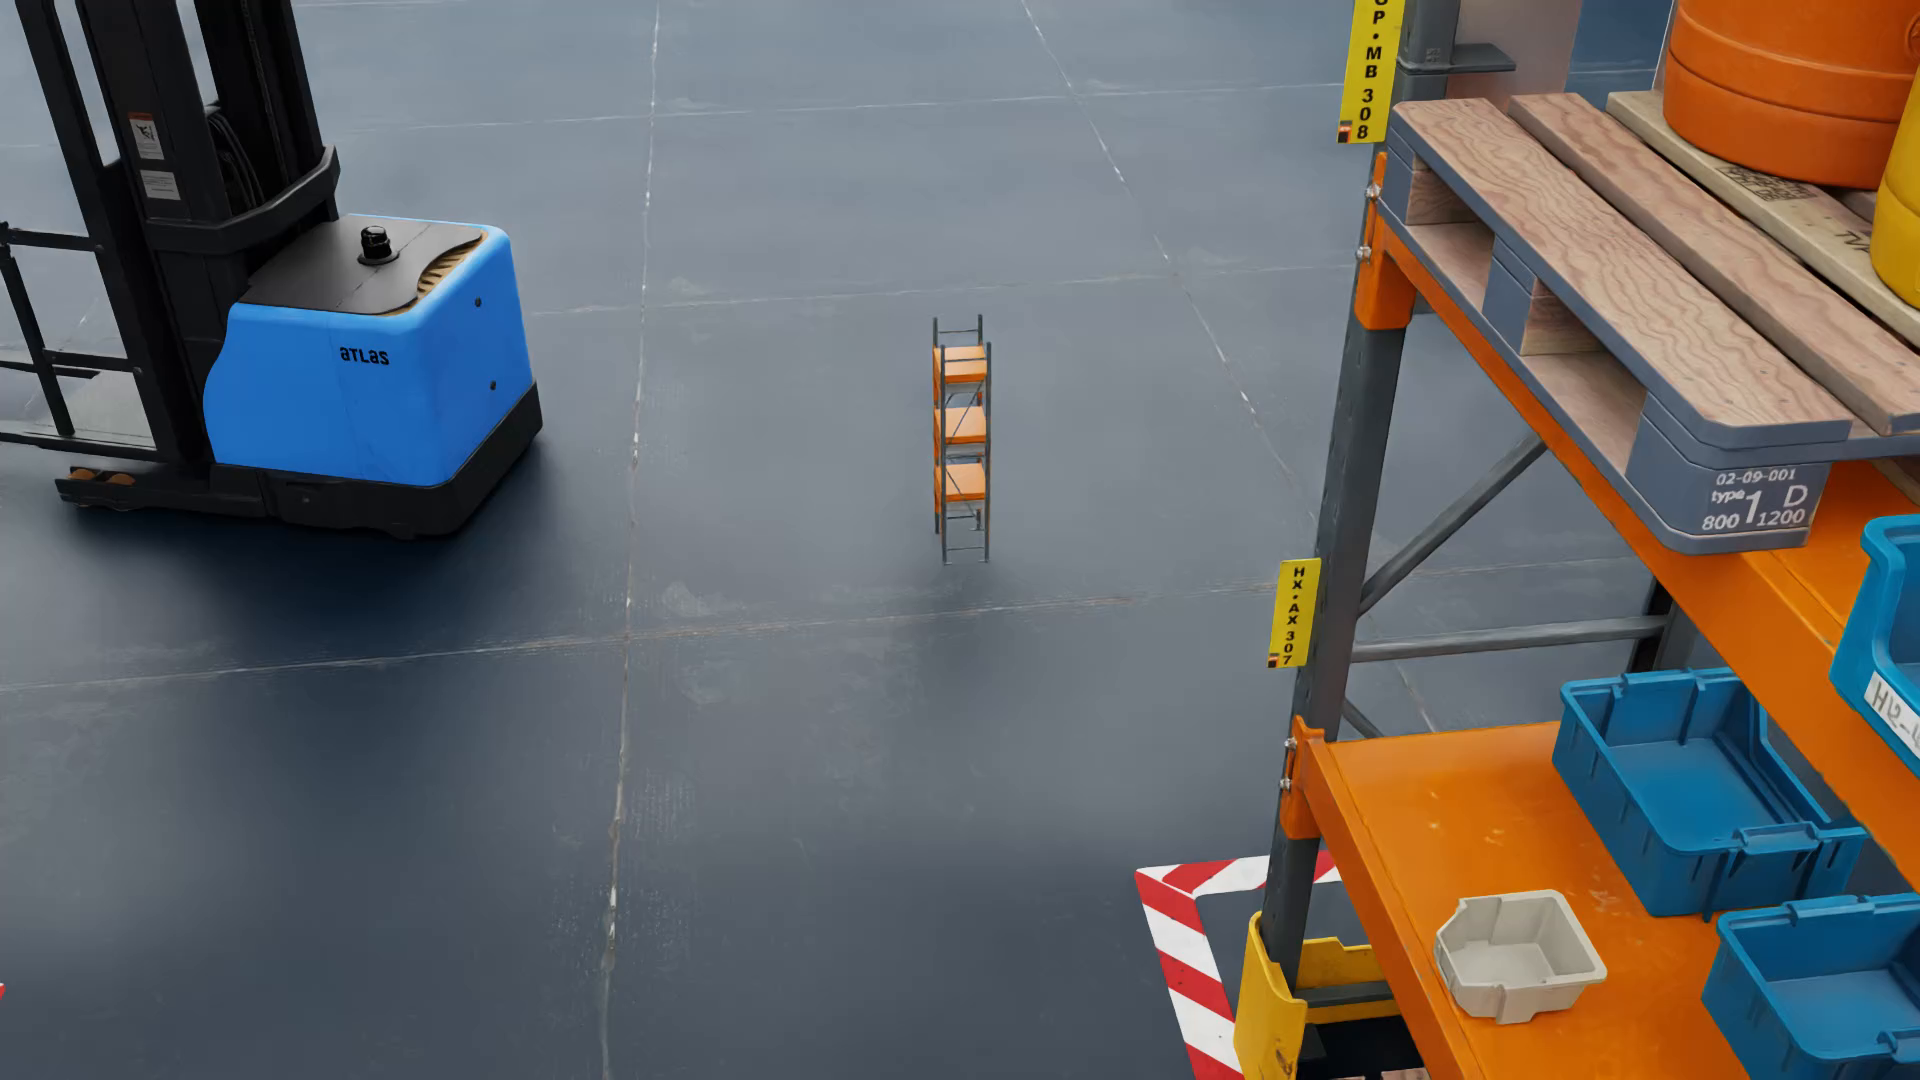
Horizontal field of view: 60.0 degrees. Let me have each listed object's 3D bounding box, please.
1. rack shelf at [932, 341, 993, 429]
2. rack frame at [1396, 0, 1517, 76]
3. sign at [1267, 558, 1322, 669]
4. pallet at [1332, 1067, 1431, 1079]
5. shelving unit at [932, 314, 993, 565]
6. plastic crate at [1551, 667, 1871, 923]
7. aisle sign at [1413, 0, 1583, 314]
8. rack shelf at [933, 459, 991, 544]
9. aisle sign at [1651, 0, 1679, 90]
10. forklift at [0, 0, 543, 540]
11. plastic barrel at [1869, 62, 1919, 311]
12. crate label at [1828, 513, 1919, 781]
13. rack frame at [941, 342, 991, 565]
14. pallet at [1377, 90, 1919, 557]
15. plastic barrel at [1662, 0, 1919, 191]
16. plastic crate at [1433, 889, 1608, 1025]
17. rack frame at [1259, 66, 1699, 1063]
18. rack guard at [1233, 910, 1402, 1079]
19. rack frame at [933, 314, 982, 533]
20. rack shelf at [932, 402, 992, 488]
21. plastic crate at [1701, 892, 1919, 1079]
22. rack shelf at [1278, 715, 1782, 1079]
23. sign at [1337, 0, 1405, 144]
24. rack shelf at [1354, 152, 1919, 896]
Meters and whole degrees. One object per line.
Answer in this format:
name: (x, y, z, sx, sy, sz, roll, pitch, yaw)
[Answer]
rack shelf: (0.007, -0.630, 6.757, 0.215, 0.259, 0.240, -4, 35, -6)
rack frame: (1.363, -2.222, 2.519, 1.000, 3.000, 0.127, -4, 35, -6)
sign: (0.818, 0.182, 4.073, 0.100, 0.325, 0.005, -4, 35, -6)
pallet: (1.524, 1.902, 4.271, 1.003, 0.211, 1.213, -4, 35, -6)
shelving unit: (0.007, -0.404, 6.911, 0.215, 1.050, 0.252, -4, 35, -6)
plastic crate: (1.727, 0.576, 3.874, 0.499, 0.251, 0.616, -4, 35, -6)
aisle sign: (1.063, -0.835, 3.503, 0.394, 0.787, 0.004, -4, 35, -6)
rack shelf: (0.007, -0.166, 7.073, 0.215, 0.259, 0.240, -4, 35, -6)
aisle sign: (1.648, -0.879, 3.568, 0.394, 0.787, 0.004, -4, 35, -6)
forklift: (-3.557, -1.622, 7.027, 3.031, 2.935, 1.130, 7, 35, 10)
plastic barrel: (1.642, -0.607, 2.273, 0.600, 0.588, 0.600, 0, 34, 0)
crate label: (1.288, 0.149, 1.836, 0.502, 0.251, 0.408, -4, 35, -6)
rack frame: (0.024, -0.336, 6.811, 0.200, 1.050, 0.008, -4, 35, -6)
pallet: (1.378, -0.435, 2.729, 1.003, 0.211, 1.213, -4, 35, -6)
plastic barrel: (1.555, -1.071, 2.741, 0.600, 0.830, 0.708, -4, 35, -6)
plastic crate: (1.165, 0.890, 3.514, 0.298, 0.136, 0.250, -4, 35, -6)
rack frame: (1.363, 0.258, 4.209, 1.000, 3.000, 0.127, -4, 35, -6)
rack guard: (1.420, 1.329, 4.855, 1.175, 0.500, 0.348, -4, 35, -6)
rack frame: (-0.009, -0.472, 7.010, 0.200, 1.050, 0.008, -4, 35, -6)
rack shelf: (0.007, -0.395, 6.916, 0.215, 0.259, 0.240, -4, 35, -6)
plastic crate: (1.809, 0.938, 3.341, 0.499, 0.251, 0.408, -4, 35, -6)
rack shelf: (1.632, 1.671, 2.773, 1.077, 0.370, 4.000, -4, 35, -6)
sign: (0.818, -0.946, 3.304, 0.100, 0.325, 0.005, -4, 35, -6)
rack shelf: (1.632, 0.431, 1.929, 1.077, 0.370, 4.000, -4, 35, -6)
